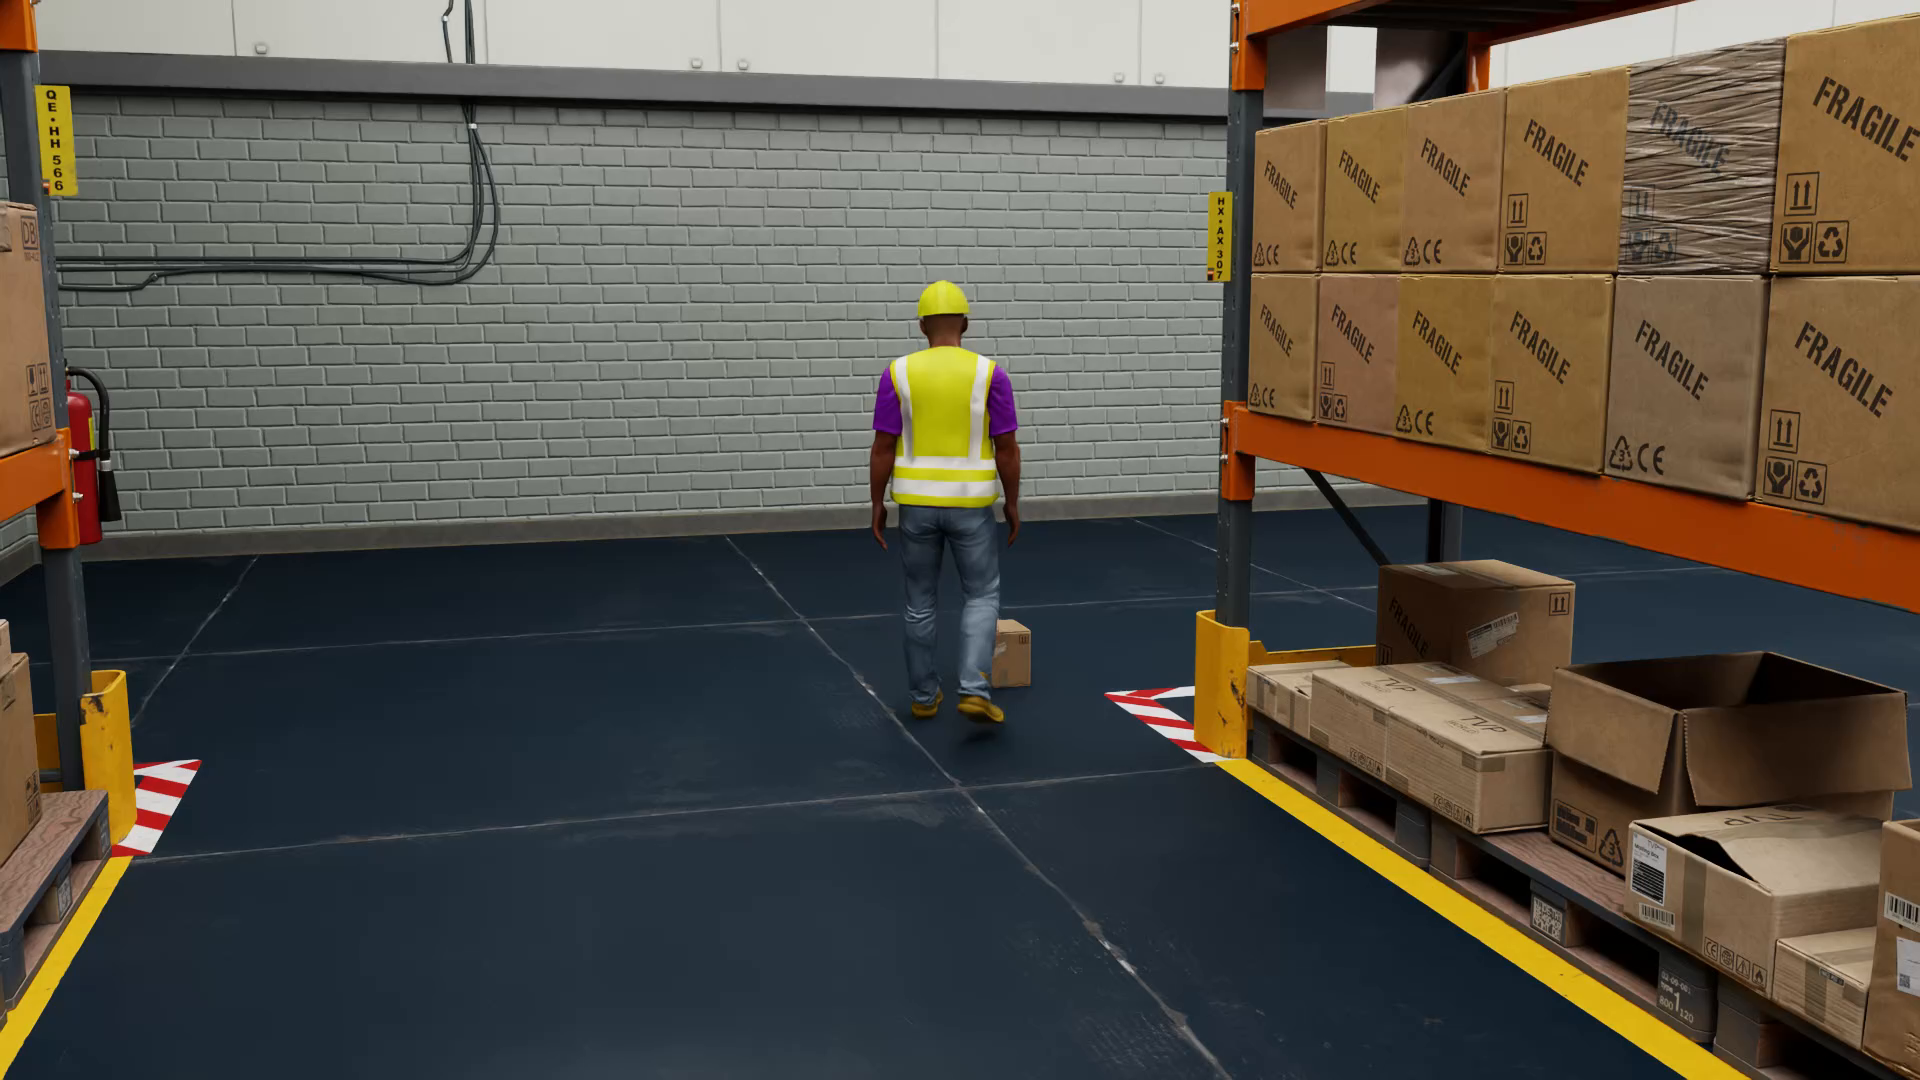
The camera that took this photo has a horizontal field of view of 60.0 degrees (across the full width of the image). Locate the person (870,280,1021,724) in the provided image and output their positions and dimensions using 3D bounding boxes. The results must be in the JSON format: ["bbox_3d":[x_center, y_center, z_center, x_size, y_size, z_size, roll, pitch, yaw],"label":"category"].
[{"bbox_3d":[-0.054,-0.137,6.618,0.594,1.767,0.665,1,9,6],"label":"person"}]
